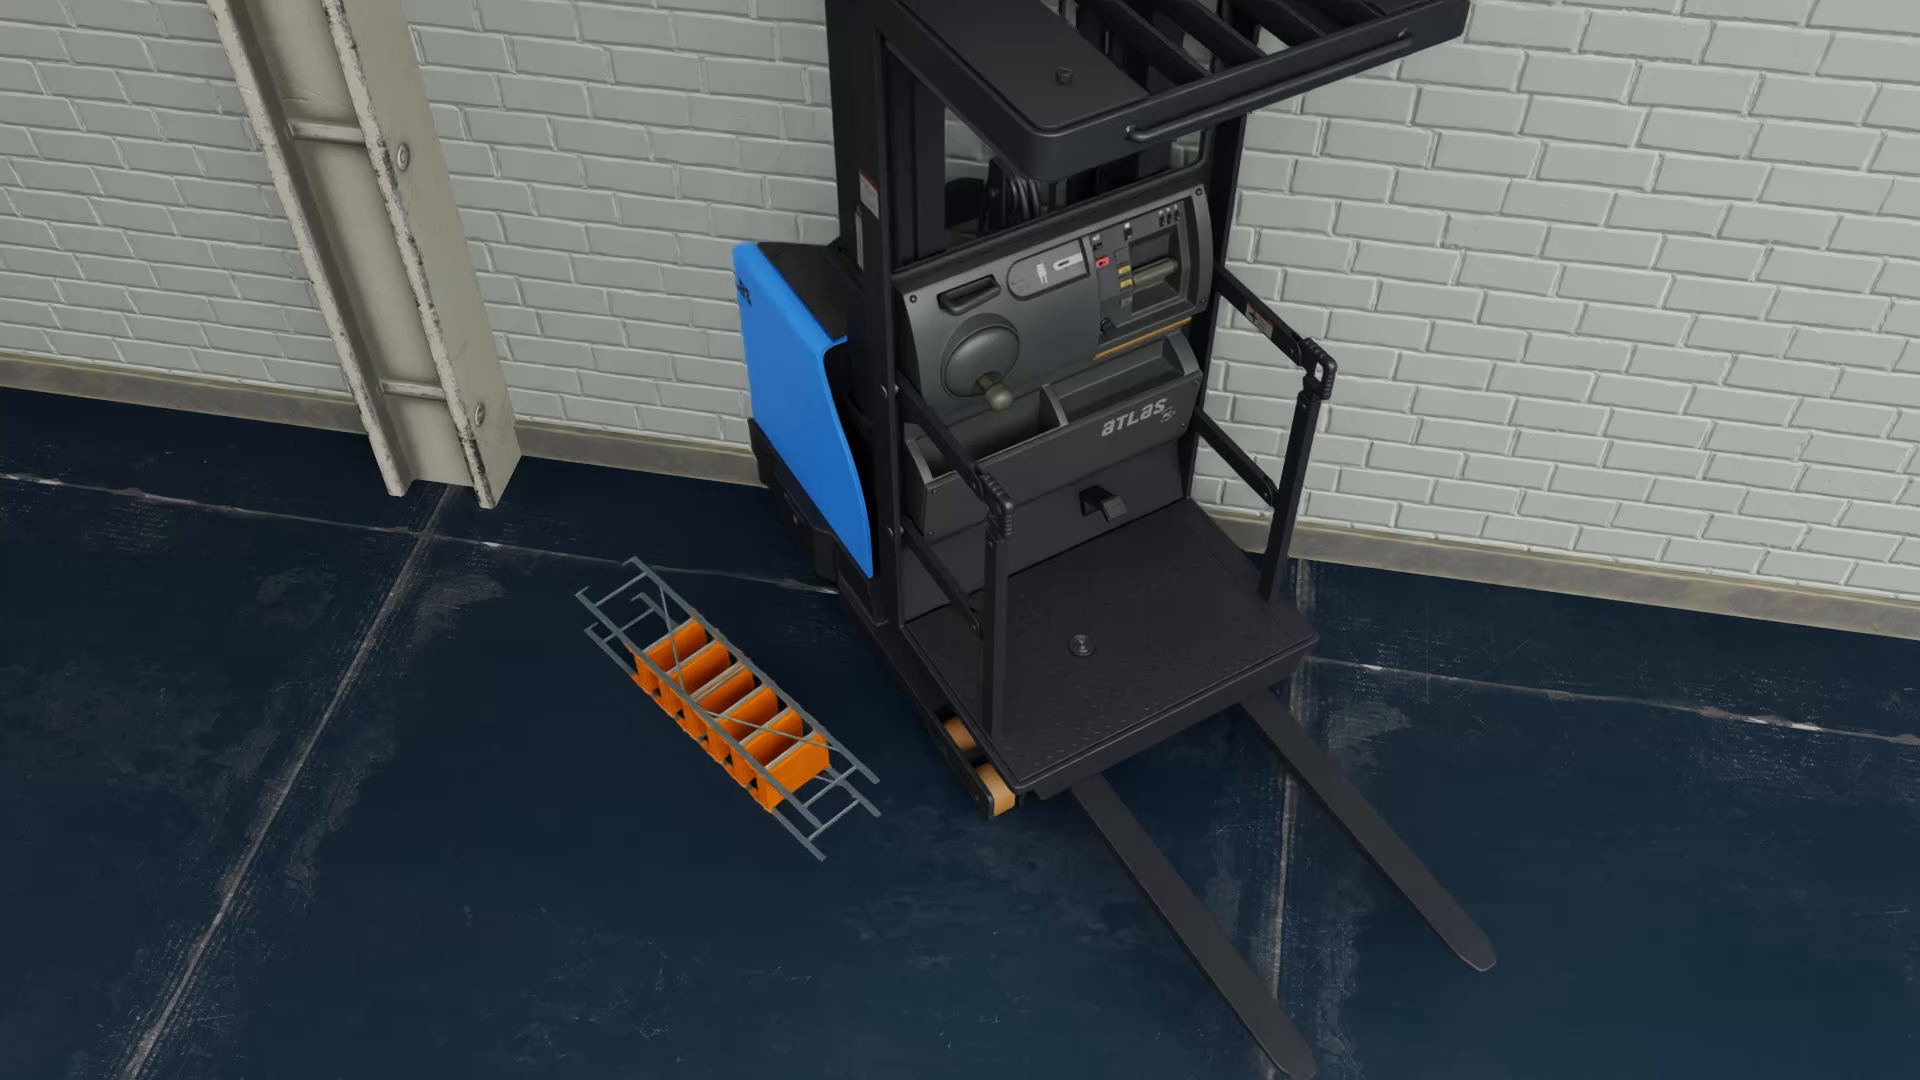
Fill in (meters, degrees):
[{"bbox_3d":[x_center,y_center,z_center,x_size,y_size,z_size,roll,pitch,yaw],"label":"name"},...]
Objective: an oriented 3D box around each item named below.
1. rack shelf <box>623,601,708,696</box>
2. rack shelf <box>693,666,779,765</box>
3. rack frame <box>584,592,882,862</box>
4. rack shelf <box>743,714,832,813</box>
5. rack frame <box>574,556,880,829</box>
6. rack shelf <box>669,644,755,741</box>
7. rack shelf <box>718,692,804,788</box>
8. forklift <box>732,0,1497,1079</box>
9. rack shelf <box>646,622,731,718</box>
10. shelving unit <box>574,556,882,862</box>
[{"bbox_3d":[-0.932,0.346,5.305,0.258,0.180,0.103,-35,57,-27],"label":"rack shelf"},{"bbox_3d":[-0.683,0.541,5.132,0.258,0.180,0.103,-35,57,-27],"label":"rack shelf"},{"bbox_3d":[-0.736,0.561,5.237,0.240,0.006,1.200,-35,57,-27],"label":"rack frame"},{"bbox_3d":[-0.518,0.671,5.018,0.258,0.180,0.103,-35,57,-27],"label":"rack shelf"},{"bbox_3d":[-0.735,0.439,5.100,0.240,0.006,1.200,-35,57,-27],"label":"rack frame"},{"bbox_3d":[-0.766,0.476,5.190,0.258,0.180,0.103,-35,57,-27],"label":"rack shelf"},{"bbox_3d":[-0.601,0.606,5.075,0.258,0.180,0.103,-35,57,-27],"label":"rack shelf"},{"bbox_3d":[0.384,-0.550,4.274,1.130,2.935,3.031,-24,52,-20],"label":"forklift"},{"bbox_3d":[-0.849,0.411,5.247,0.258,0.180,0.103,-35,57,-27],"label":"rack shelf"},{"bbox_3d":[-0.736,0.500,5.169,0.258,0.189,1.200,-35,57,-27],"label":"shelving unit"}]
